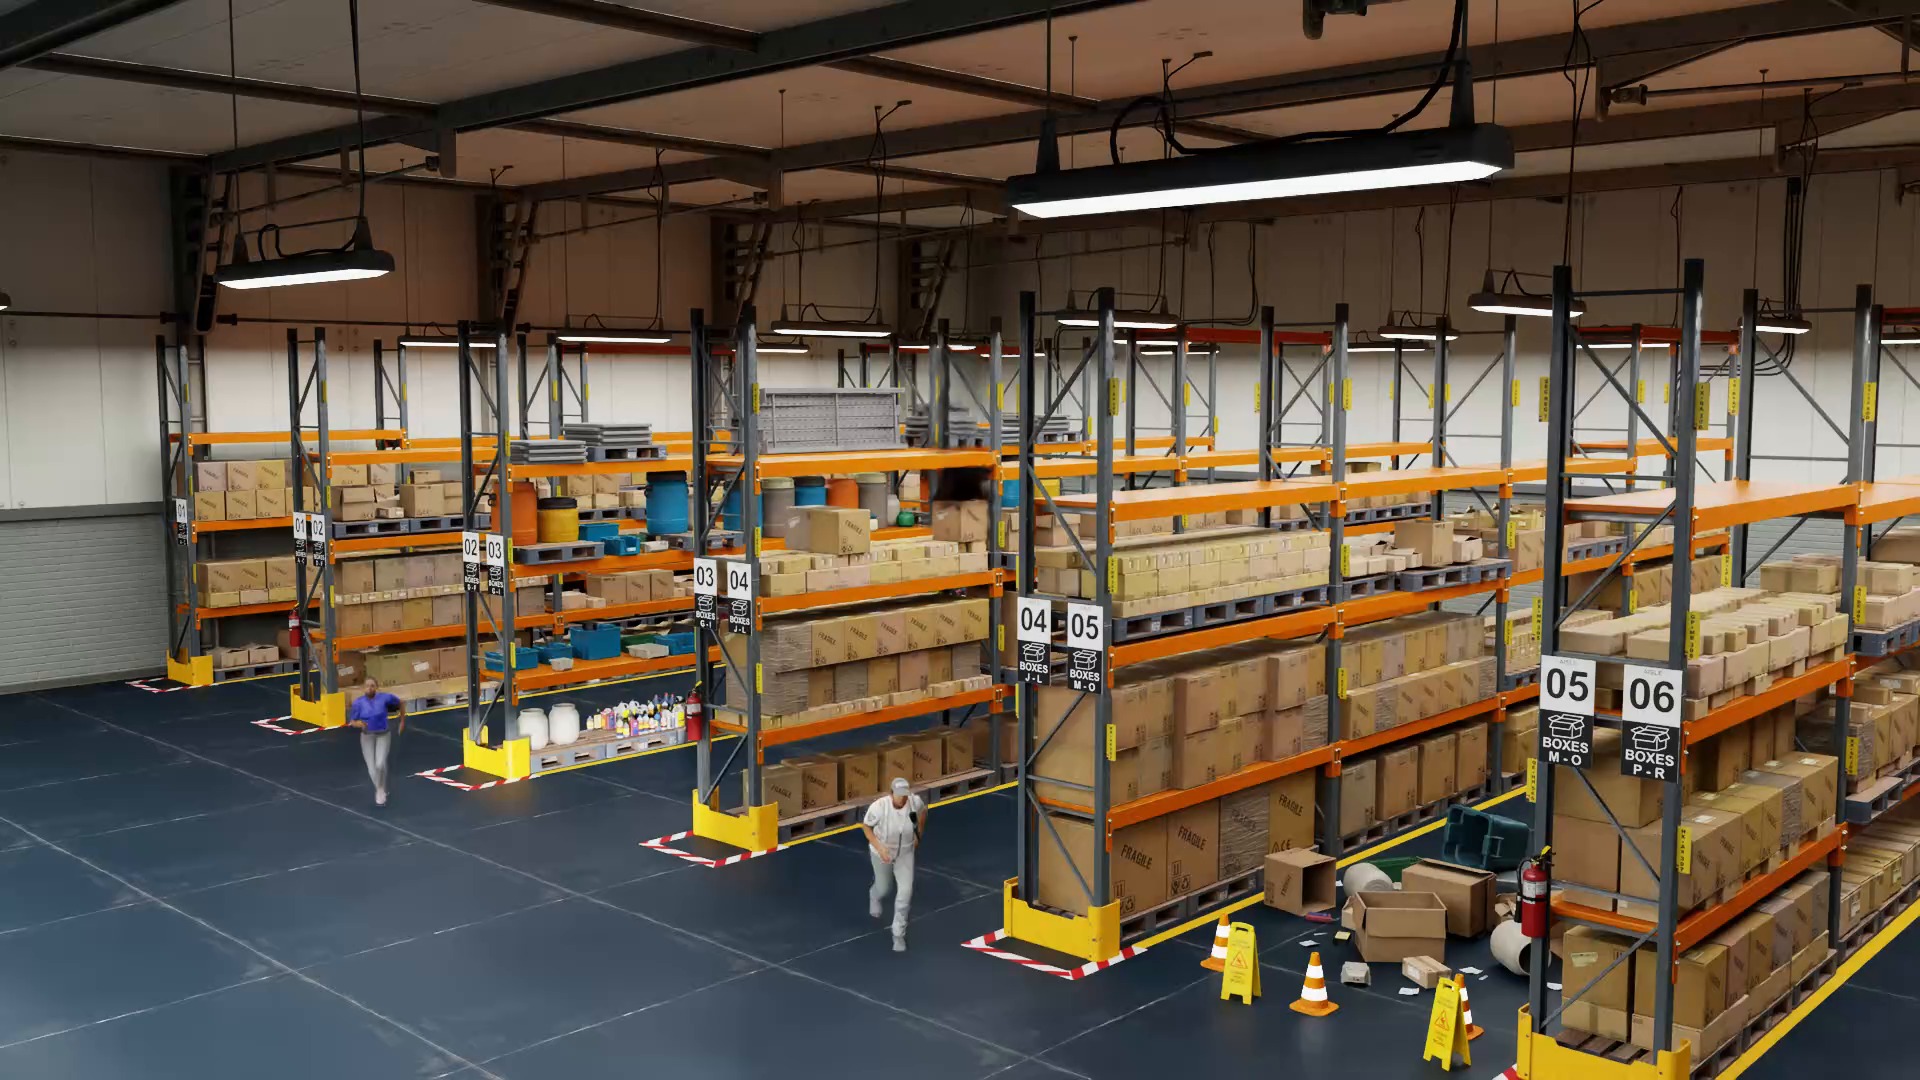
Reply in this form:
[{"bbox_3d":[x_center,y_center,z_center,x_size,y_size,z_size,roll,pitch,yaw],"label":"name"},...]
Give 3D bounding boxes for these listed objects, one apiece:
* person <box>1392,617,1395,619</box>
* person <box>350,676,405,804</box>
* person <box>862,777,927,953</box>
[{"bbox_3d":[6.640,1.992,25.259,0.585,1.633,0.605,4,7,37],"label":"person"},{"bbox_3d":[-7.100,2.442,20.268,0.608,1.605,0.762,-1,5,-12],"label":"person"},{"bbox_3d":[-0.633,2.944,15.521,0.631,1.628,1.012,-2,6,-21],"label":"person"}]
